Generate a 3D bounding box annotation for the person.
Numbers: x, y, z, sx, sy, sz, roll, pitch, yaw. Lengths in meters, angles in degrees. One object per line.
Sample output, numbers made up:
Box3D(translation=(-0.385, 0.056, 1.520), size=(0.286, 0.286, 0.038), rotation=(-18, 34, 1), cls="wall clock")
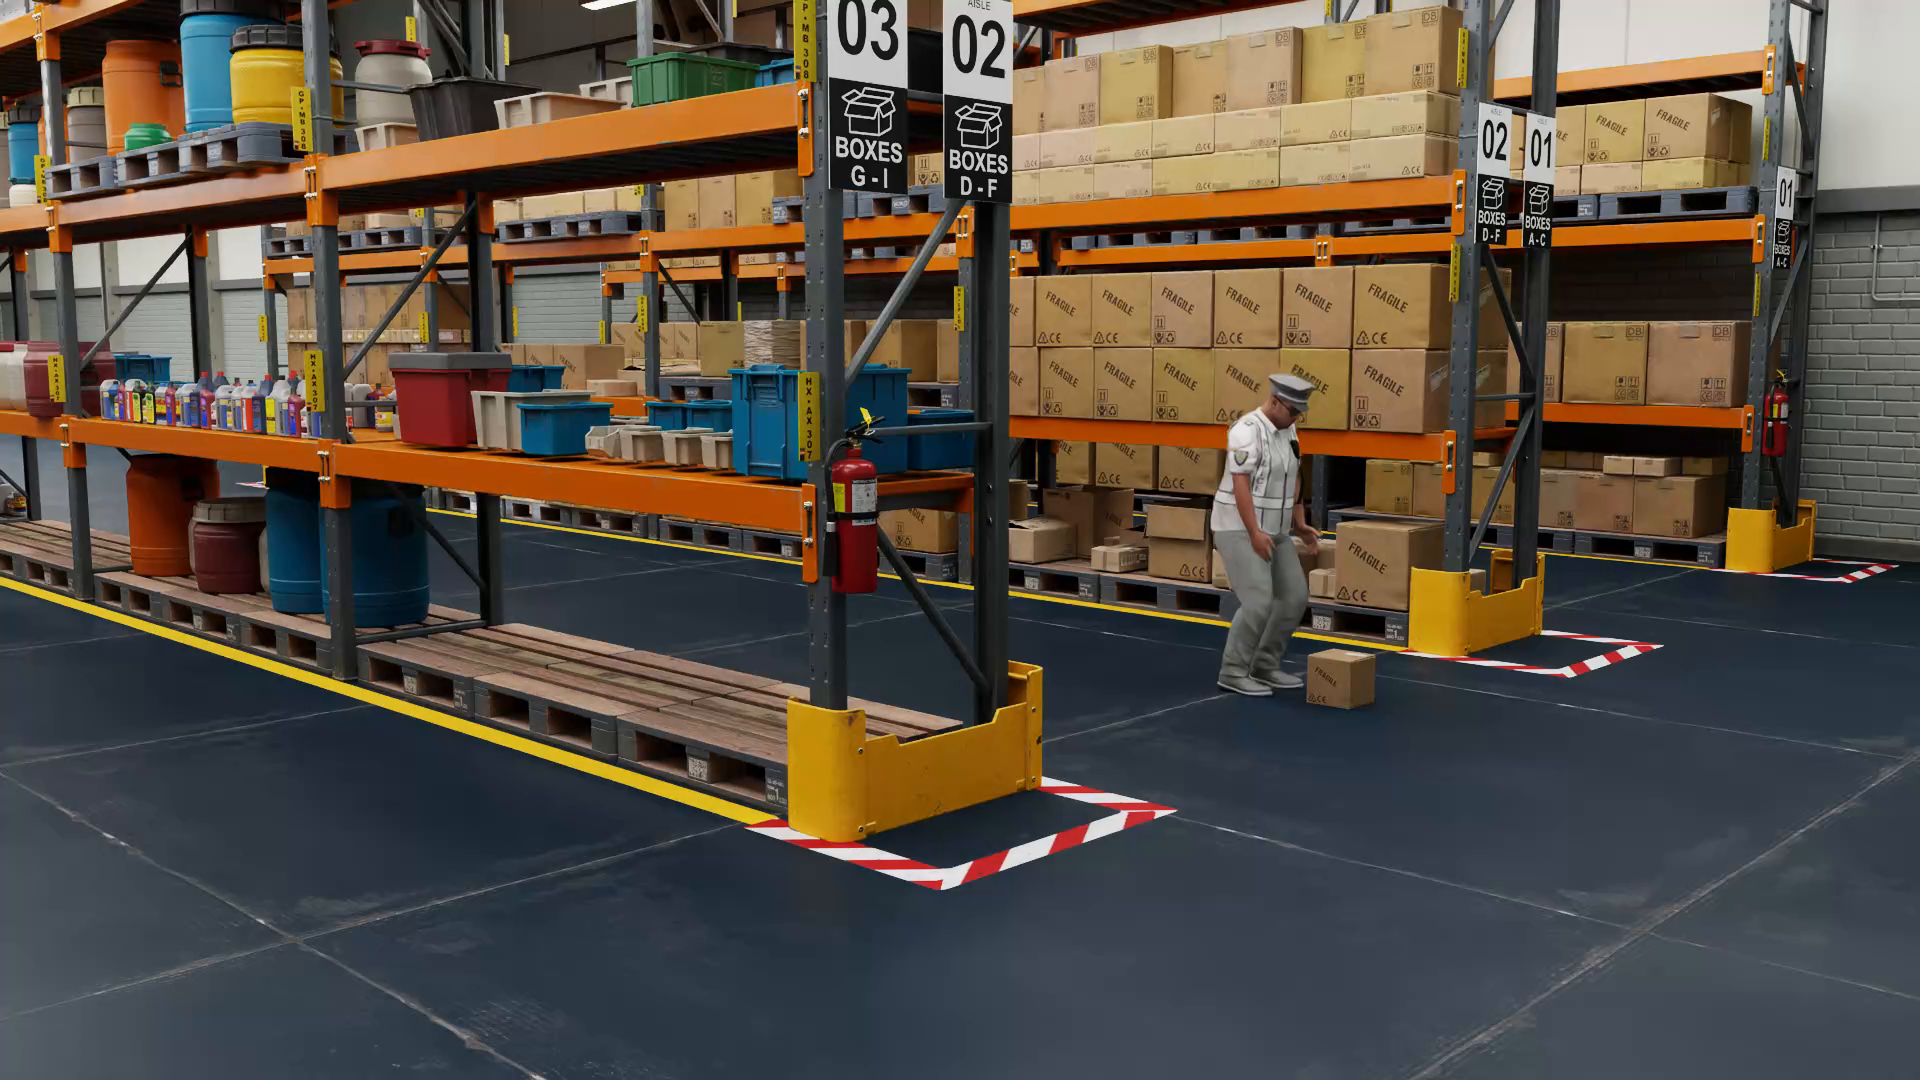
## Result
Box3D(translation=(1.627, -0.035, 8.838), size=(0.561, 1.687, 0.517), rotation=(-7, 10, -44), cls="person")
